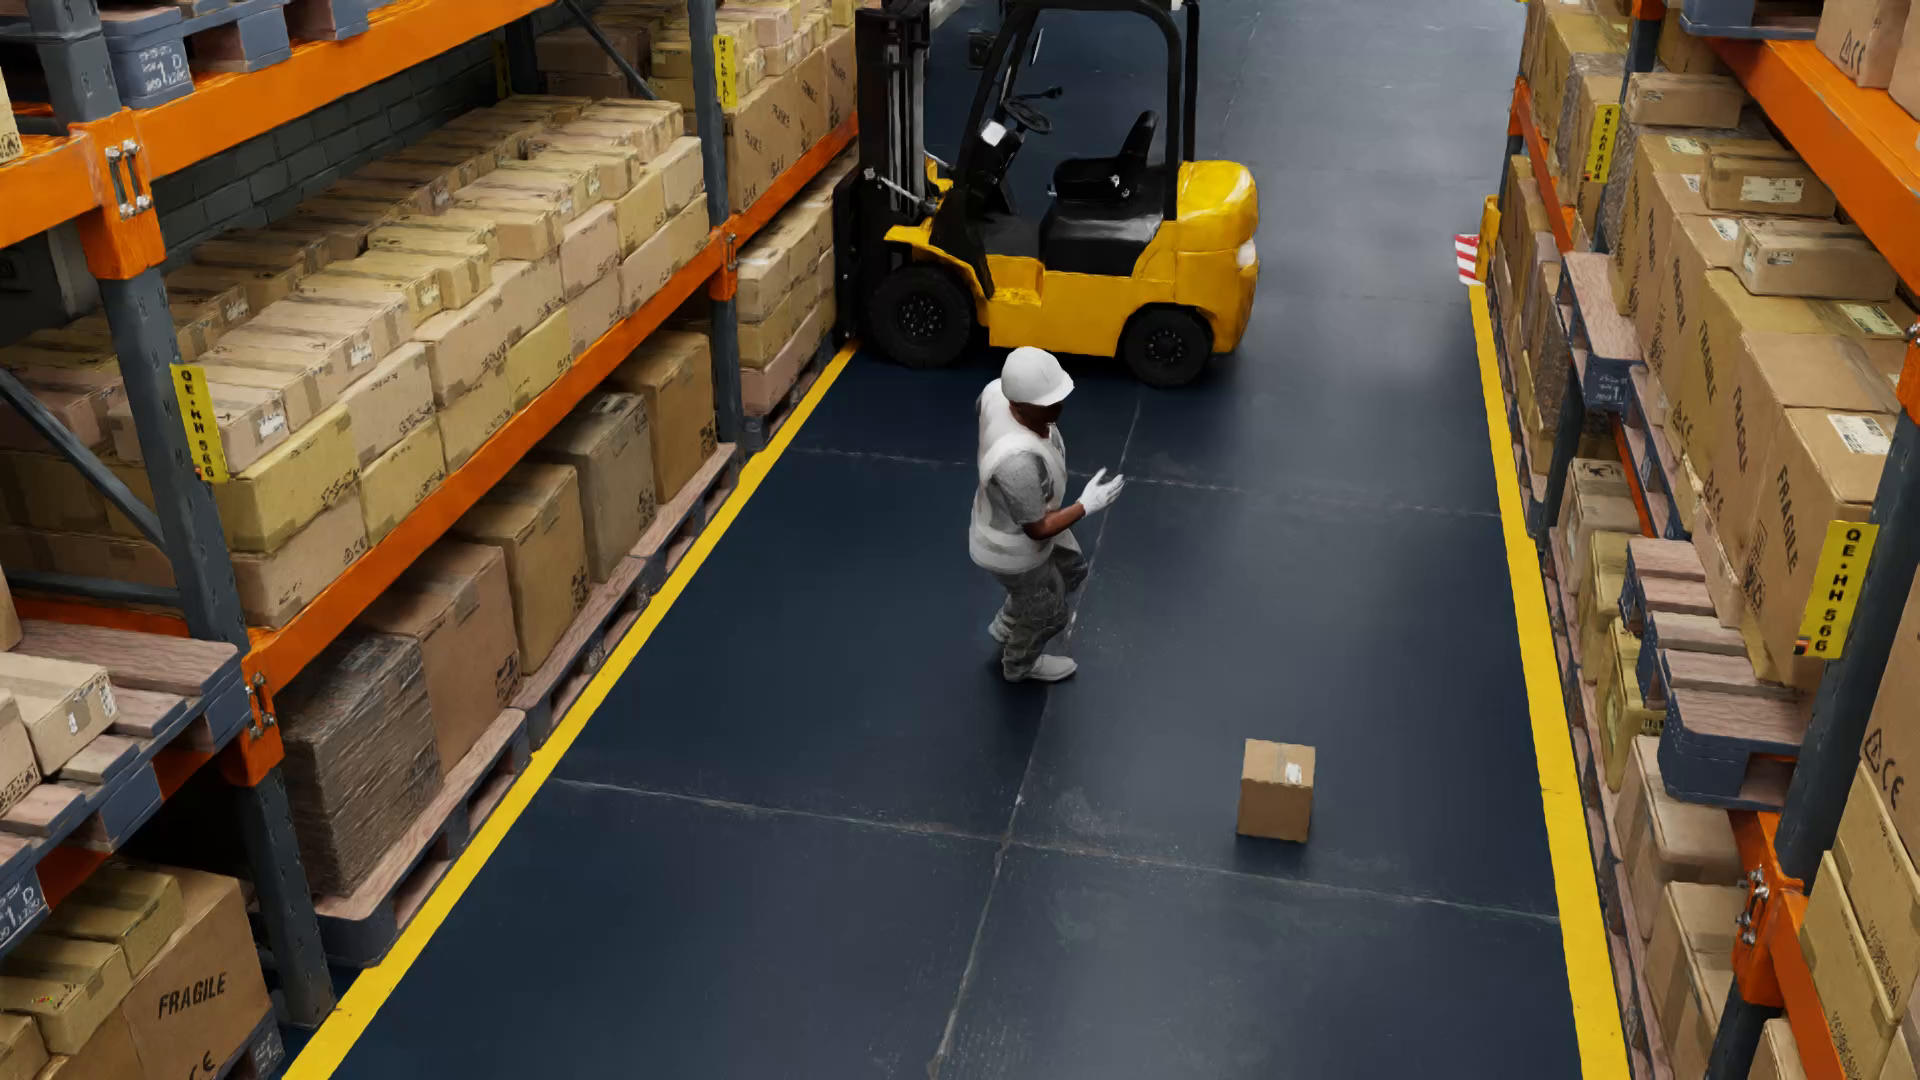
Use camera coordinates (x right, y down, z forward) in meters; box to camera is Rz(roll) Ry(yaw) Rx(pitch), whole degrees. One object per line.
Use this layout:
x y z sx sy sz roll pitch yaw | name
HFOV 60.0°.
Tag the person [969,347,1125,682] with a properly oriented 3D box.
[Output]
0.325 -0.067 6.356 0.573 1.661 0.941 1 29 1 | person
